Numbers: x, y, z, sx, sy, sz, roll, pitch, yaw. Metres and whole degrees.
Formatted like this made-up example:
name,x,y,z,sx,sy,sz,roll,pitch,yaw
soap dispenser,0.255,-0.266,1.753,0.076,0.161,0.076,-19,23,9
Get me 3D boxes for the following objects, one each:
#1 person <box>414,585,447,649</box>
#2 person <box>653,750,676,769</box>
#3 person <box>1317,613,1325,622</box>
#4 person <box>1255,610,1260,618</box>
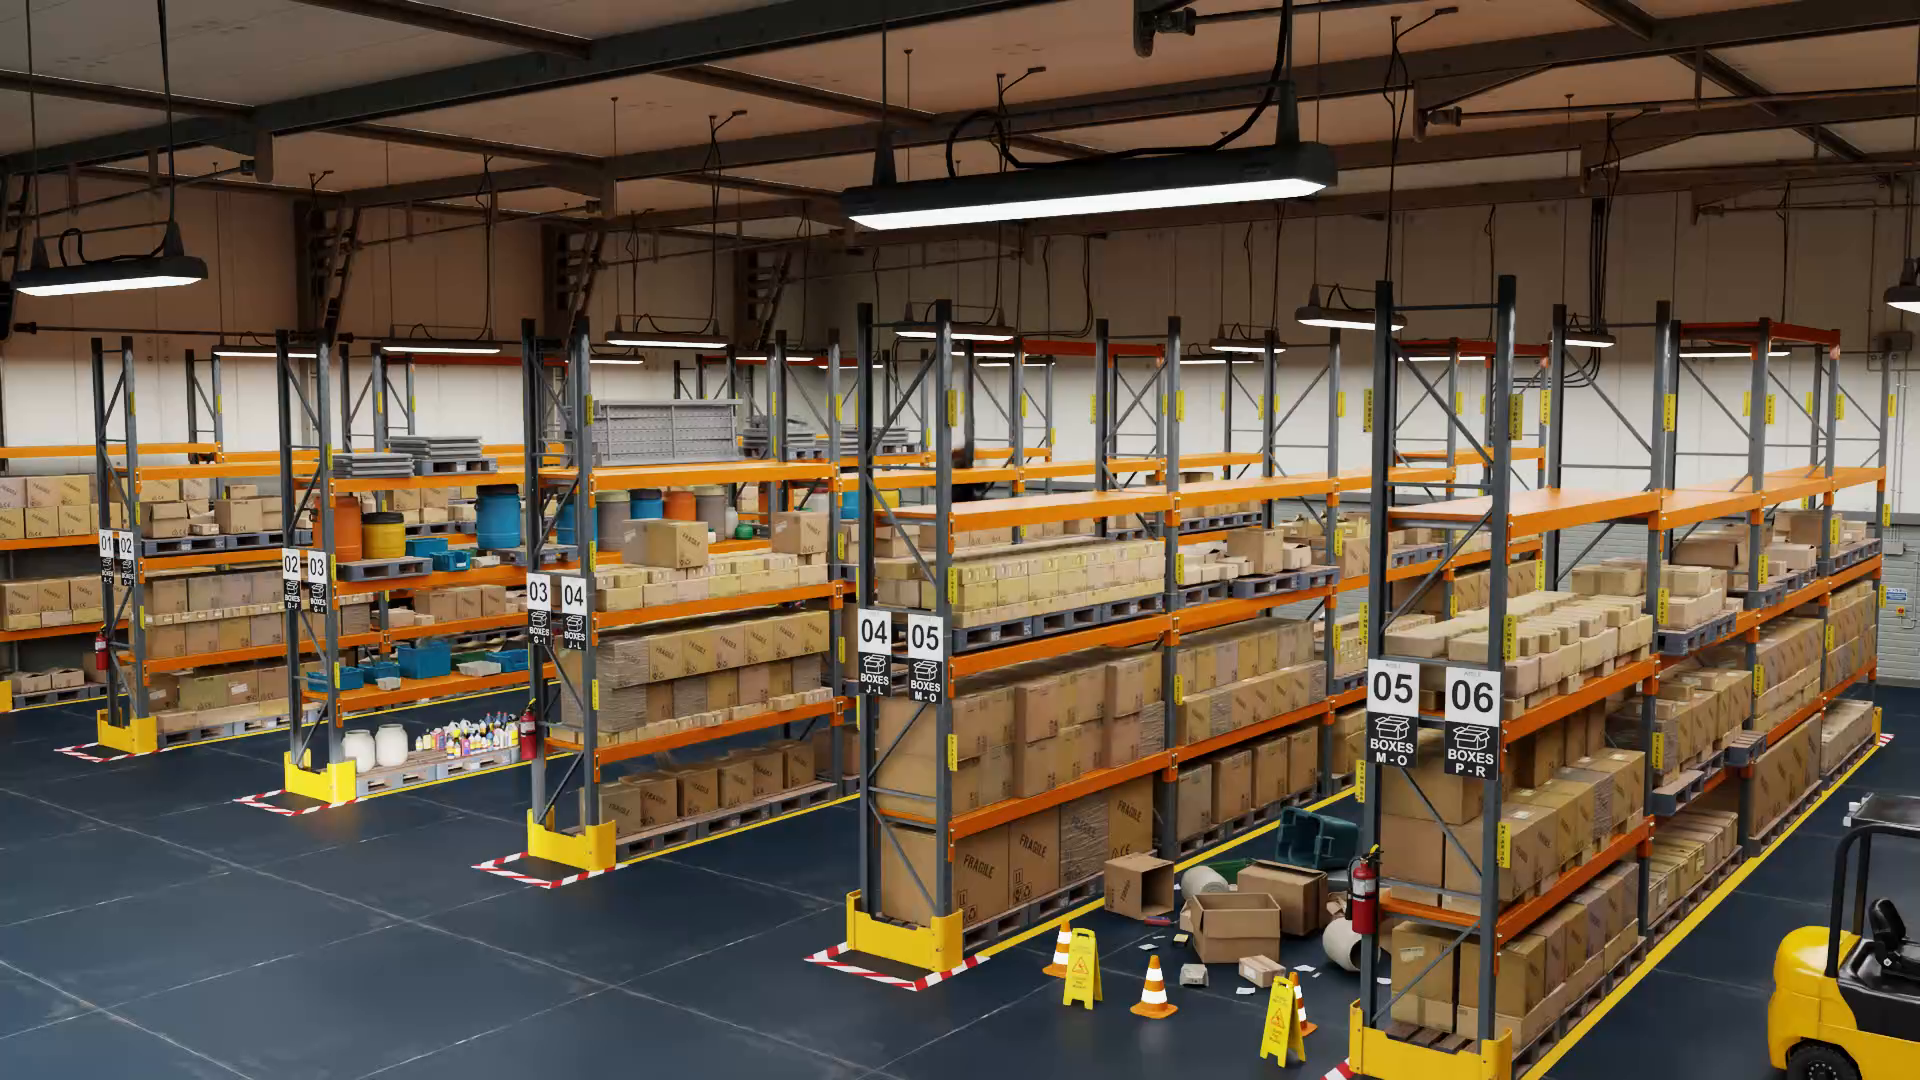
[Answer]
name,x,y,z,sx,sy,sz,roll,pitch,yaw
person,-9.724,1.545,30.743,0.689,1.733,0.858,3,6,35
person,-3.864,2.444,21.603,0.641,1.764,0.697,4,6,35
person,5.802,2.020,26.245,0.670,1.770,0.830,4,6,36
person,4.997,1.923,27.623,0.529,1.714,0.825,3,6,30
